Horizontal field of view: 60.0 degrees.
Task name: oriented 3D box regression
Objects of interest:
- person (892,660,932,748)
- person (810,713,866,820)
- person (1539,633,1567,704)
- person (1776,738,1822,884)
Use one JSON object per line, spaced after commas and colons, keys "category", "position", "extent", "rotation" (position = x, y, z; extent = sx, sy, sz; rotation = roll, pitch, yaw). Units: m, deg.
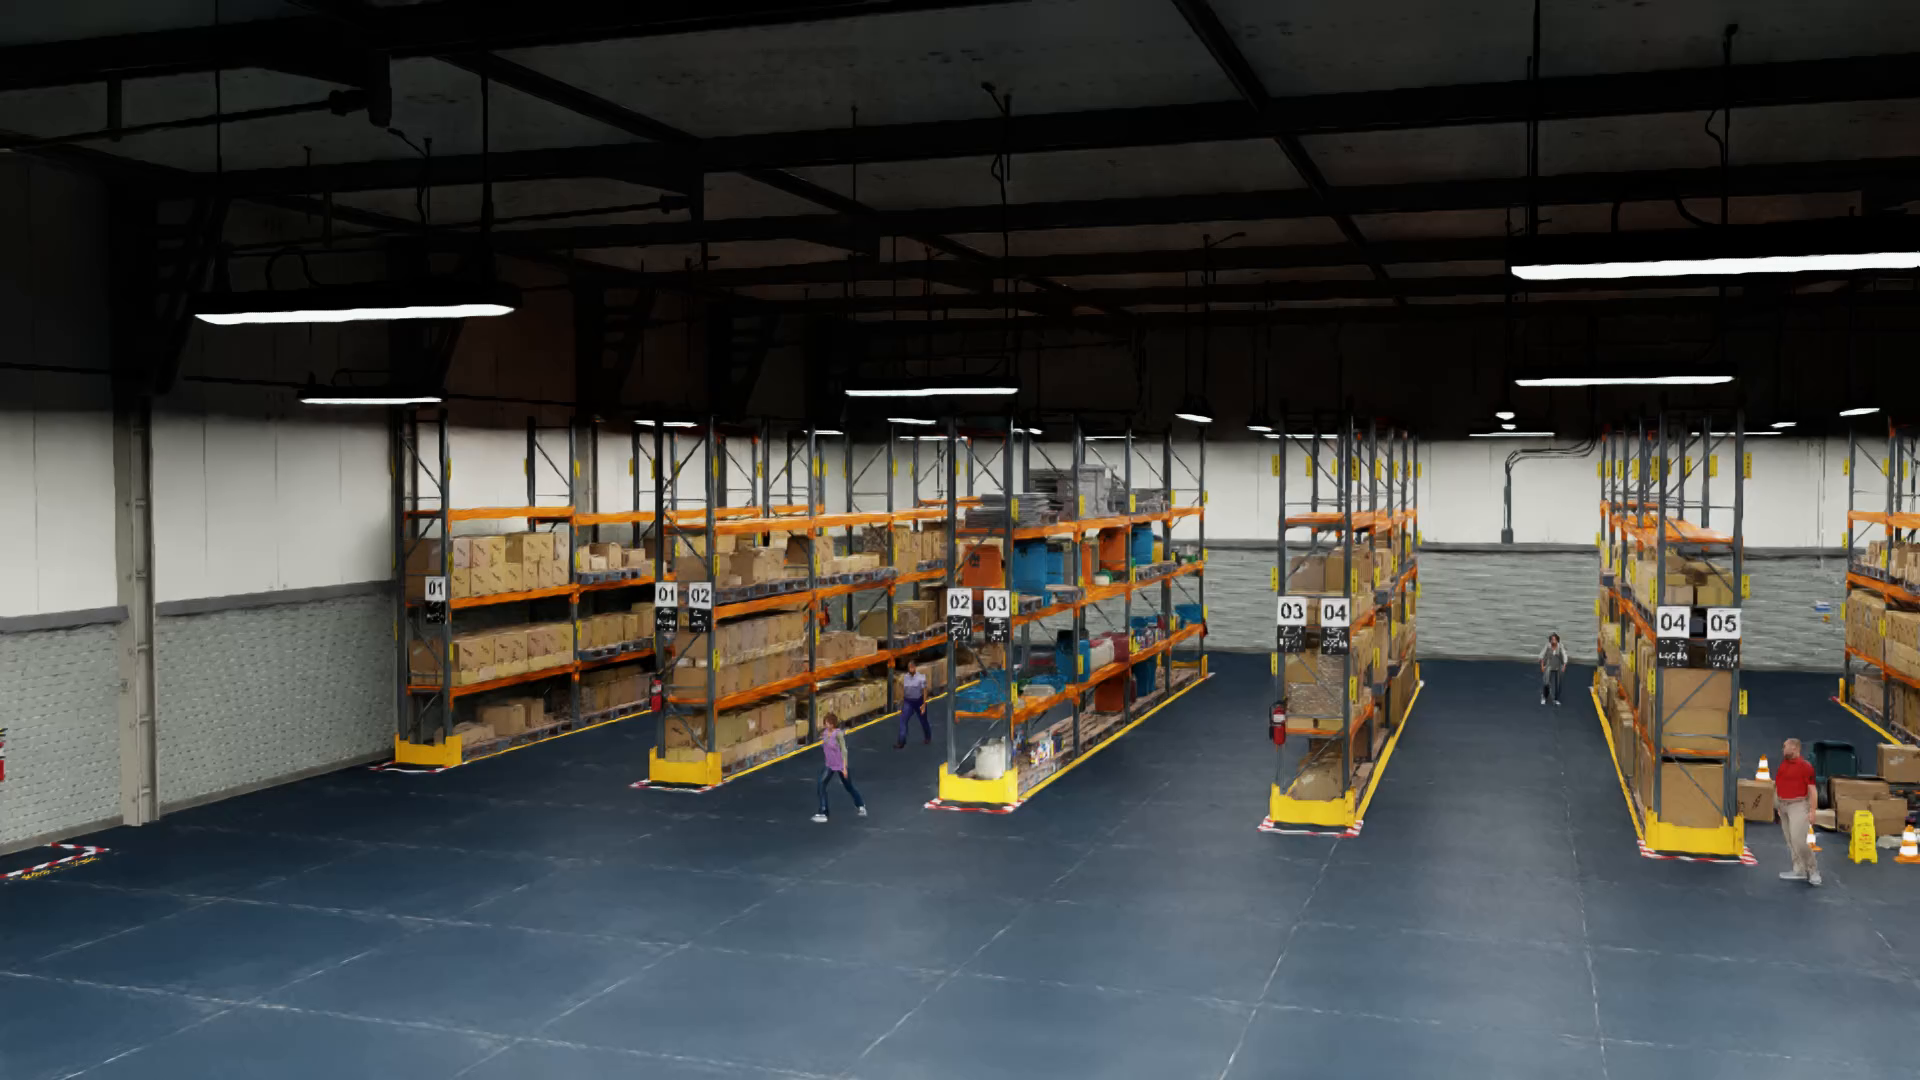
{"category": "person", "position": [-0.810, 2.923, 29.834], "extent": [0.481, 1.565, 1.085], "rotation": [1, 3, 21]}
{"category": "person", "position": [-1.716, 3.209, 23.702], "extent": [0.461, 1.531, 0.868], "rotation": [2, 3, 41]}
{"category": "person", "position": [12.586, 2.726, 35.291], "extent": [0.566, 1.539, 0.512], "rotation": [1, 3, 16]}
{"category": "person", "position": [10.138, 3.263, 20.198], "extent": [0.373, 1.720, 0.596], "rotation": [0, 2, -11]}
